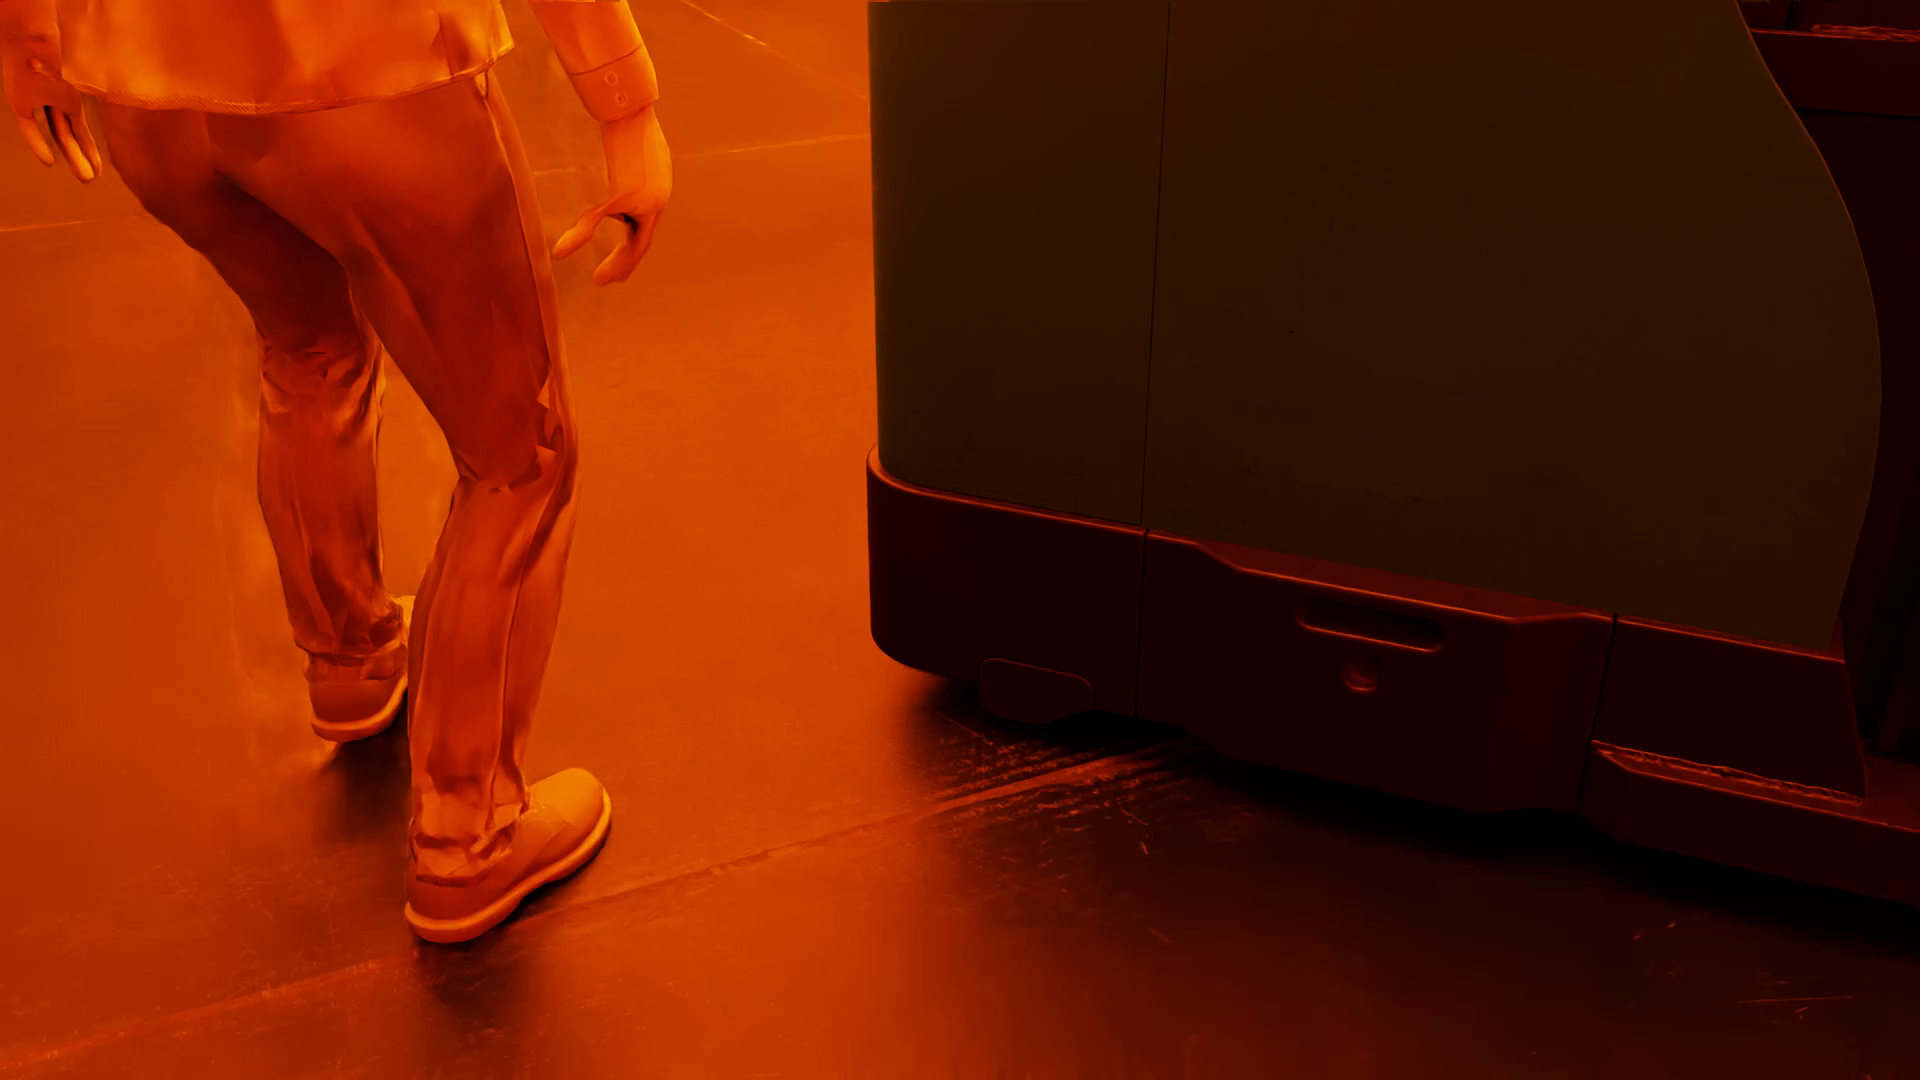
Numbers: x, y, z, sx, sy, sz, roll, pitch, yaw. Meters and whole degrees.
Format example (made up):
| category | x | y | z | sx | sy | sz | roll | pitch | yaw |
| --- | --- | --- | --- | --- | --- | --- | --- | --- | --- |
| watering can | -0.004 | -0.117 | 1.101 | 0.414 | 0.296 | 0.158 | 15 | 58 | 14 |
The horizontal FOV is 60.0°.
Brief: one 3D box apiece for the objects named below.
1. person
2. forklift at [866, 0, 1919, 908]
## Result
| category | x | y | z | sx | sy | sz | roll | pitch | yaw |
| --- | --- | --- | --- | --- | --- | --- | --- | --- | --- |
| person | -0.557 | -0.431 | 1.556 | 0.720 | 1.634 | 0.510 | 9 | 28 | 17 |
| forklift | 1.453 | -1.054 | 1.343 | 3.031 | 2.935 | 1.130 | 11 | 29 | 20 |
